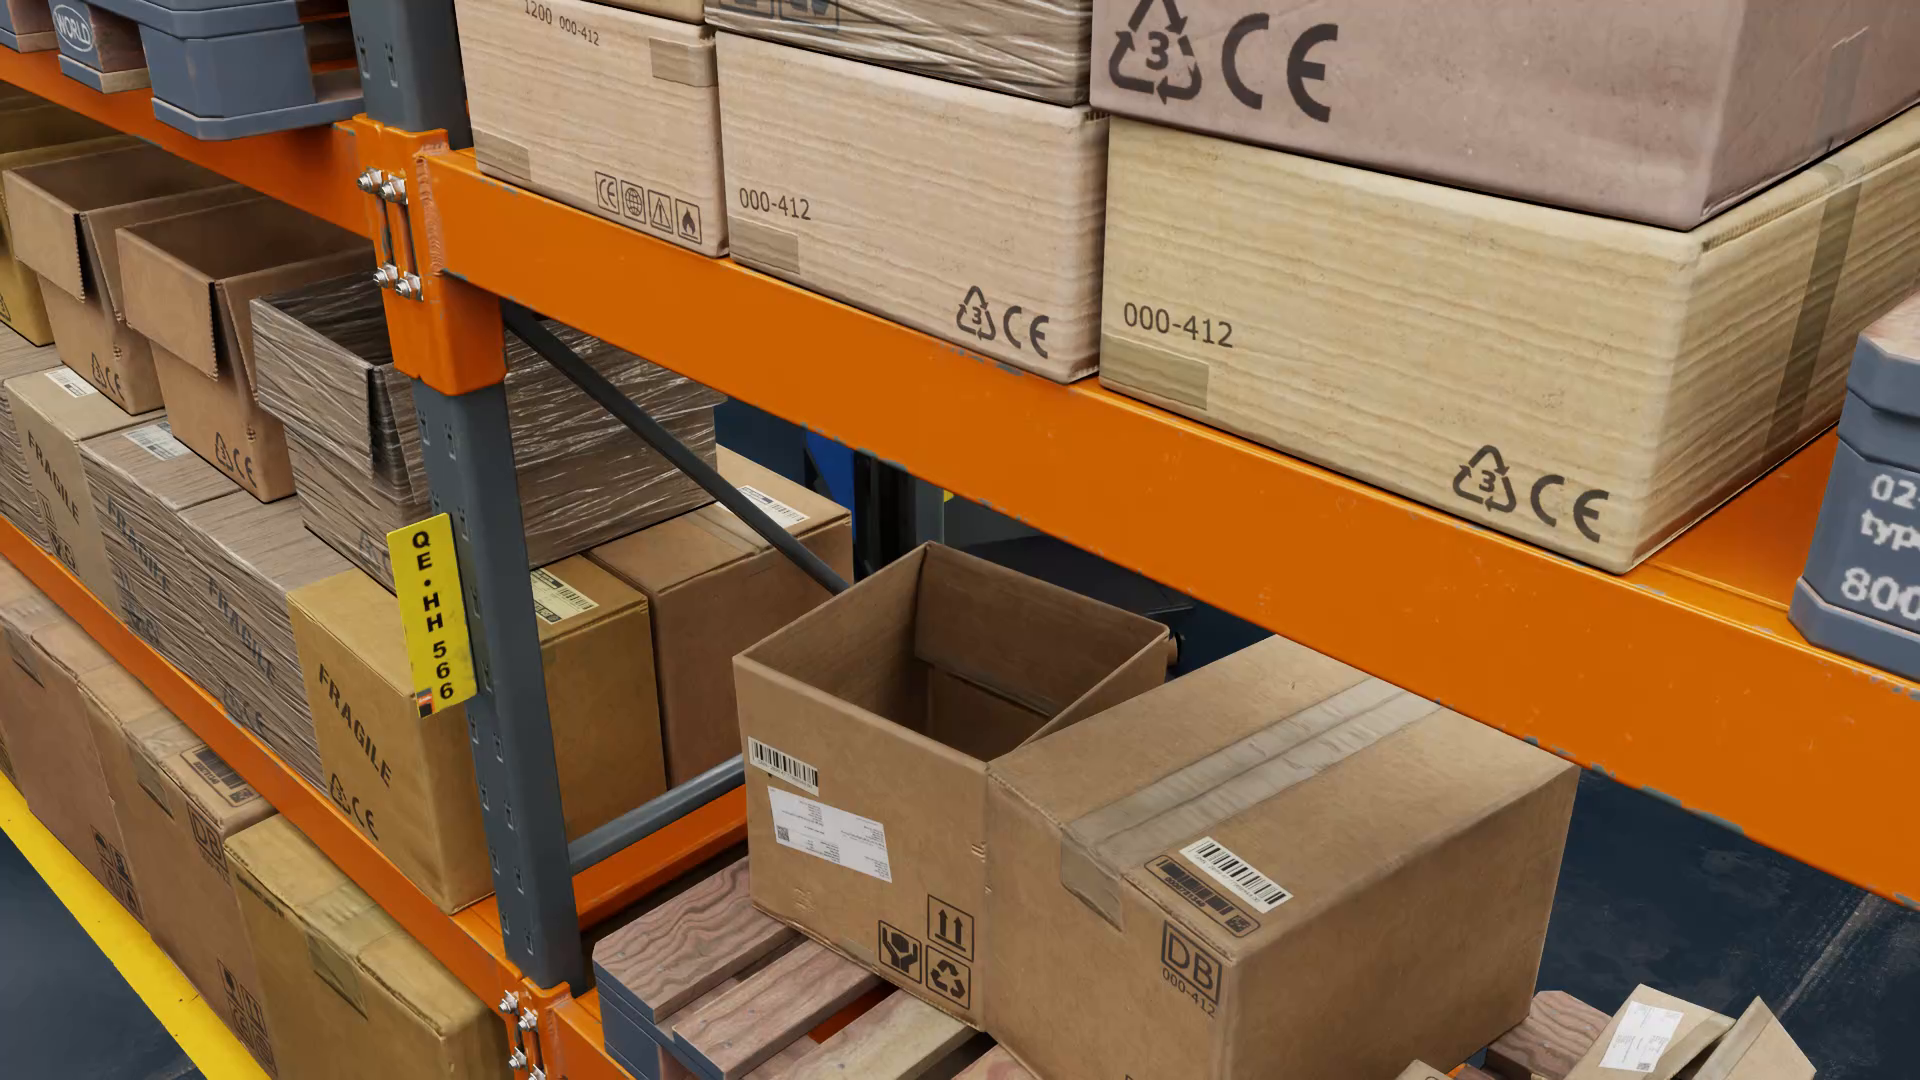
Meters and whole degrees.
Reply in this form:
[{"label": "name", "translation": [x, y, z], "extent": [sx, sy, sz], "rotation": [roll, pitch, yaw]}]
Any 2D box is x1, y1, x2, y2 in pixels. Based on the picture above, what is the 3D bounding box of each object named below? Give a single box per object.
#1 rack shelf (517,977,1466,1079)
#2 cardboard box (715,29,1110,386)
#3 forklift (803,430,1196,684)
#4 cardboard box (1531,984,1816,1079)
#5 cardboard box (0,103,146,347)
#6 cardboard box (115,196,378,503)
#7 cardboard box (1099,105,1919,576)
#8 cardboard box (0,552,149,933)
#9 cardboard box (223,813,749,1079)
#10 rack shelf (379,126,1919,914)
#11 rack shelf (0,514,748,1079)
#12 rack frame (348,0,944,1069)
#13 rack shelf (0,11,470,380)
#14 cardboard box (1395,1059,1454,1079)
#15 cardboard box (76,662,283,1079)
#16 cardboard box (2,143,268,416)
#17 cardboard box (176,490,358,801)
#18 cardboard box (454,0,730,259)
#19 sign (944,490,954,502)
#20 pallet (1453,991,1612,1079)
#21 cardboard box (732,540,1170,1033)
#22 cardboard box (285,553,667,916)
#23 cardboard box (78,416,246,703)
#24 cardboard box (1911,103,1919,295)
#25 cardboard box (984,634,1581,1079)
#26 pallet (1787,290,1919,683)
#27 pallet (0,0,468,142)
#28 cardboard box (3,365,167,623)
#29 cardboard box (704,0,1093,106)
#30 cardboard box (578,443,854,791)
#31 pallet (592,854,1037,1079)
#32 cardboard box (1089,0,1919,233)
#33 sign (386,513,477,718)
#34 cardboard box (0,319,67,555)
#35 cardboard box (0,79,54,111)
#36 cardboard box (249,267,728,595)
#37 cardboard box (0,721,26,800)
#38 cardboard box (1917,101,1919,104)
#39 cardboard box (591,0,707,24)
[{"label": "rack shelf", "translation": [1.004, 1.417, 2.104], "extent": [4.000, 0.370, 1.077], "rotation": [25, 36, 38]}, {"label": "cardboard box", "translation": [0.100, -0.409, 1.744], "extent": [0.500, 0.250, 0.500], "rotation": [-24, 36, -38]}, {"label": "forklift", "translation": [0.207, -0.882, 5.779], "extent": [1.130, 2.935, 3.031], "rotation": [-8, 29, -14]}, {"label": "cardboard box", "translation": [0.956, 0.774, 2.247], "extent": [0.258, 0.266, 0.396], "rotation": [23, 36, 37]}, {"label": "cardboard box", "translation": [-2.332, -0.914, 4.579], "extent": [0.797, 0.503, 0.637], "rotation": [-25, 37, -39]}, {"label": "cardboard box", "translation": [-1.395, -0.499, 3.791], "extent": [0.797, 0.503, 0.637], "rotation": [-24, 36, -38]}, {"label": "cardboard box", "translation": [0.473, -0.245, 1.431], "extent": [0.500, 0.250, 0.500], "rotation": [-24, 36, -38]}, {"label": "cardboard box", "translation": [-2.167, 0.389, 5.119], "extent": [0.875, 0.875, 1.225], "rotation": [23, 36, 37]}, {"label": "cardboard box", "translation": [-0.900, 0.969, 4.016], "extent": [0.875, 0.875, 1.225], "rotation": [23, 35, 36]}, {"label": "rack shelf", "translation": [1.004, 0.090, 1.406], "extent": [4.000, 0.370, 1.077], "rotation": [25, 36, 38]}, {"label": "rack shelf", "translation": [-1.849, 0.112, 4.587], "extent": [4.000, 0.370, 1.077], "rotation": [25, 36, 38]}, {"label": "rack frame", "translation": [-0.420, 0.445, 3.180], "extent": [0.053, 2.616, 0.949], "rotation": [25, 36, 38]}, {"label": "rack shelf", "translation": [-1.849, -1.215, 3.888], "extent": [4.000, 0.370, 1.077], "rotation": [25, 36, 38]}, {"label": "cardboard box", "translation": [0.611, 0.950, 1.930], "extent": [0.500, 0.250, 0.500], "rotation": [23, 36, 37]}, {"label": "cardboard box", "translation": [-1.530, 0.675, 4.574], "extent": [0.875, 0.875, 1.225], "rotation": [25, 36, 39]}, {"label": "cardboard box", "translation": [-1.878, -0.716, 4.203], "extent": [0.797, 0.503, 0.637], "rotation": [-24, 36, -38]}, {"label": "cardboard box", "translation": [-1.299, 0.159, 3.618], "extent": [0.500, 0.500, 0.500], "rotation": [24, 36, 38]}, {"label": "cardboard box", "translation": [-0.266, -0.577, 2.063], "extent": [0.500, 0.250, 0.500], "rotation": [-25, 36, -38]}, {"label": "sign", "translation": [-0.049, -0.214, 3.275], "extent": [0.005, 0.325, 0.100], "rotation": [25, 36, 38]}, {"label": "pallet", "translation": [1.018, 1.164, 2.020], "extent": [1.213, 0.211, 1.003], "rotation": [25, 36, 38]}, {"label": "cardboard box", "translation": [-0.009, 0.379, 2.747], "extent": [0.500, 0.500, 0.500], "rotation": [20, 33, 33]}, {"label": "cardboard box", "translation": [-0.948, 0.323, 3.305], "extent": [0.500, 0.500, 0.500], "rotation": [-24, 36, -38]}, {"label": "cardboard box", "translation": [-1.672, -0.010, 3.938], "extent": [0.500, 0.500, 0.500], "rotation": [23, 36, 37]}, {"label": "cardboard box", "translation": [0.808, -0.419, 1.762], "extent": [0.500, 0.250, 0.500], "rotation": [-24, 36, -38]}, {"label": "cardboard box", "translation": [0.459, 0.528, 2.464], "extent": [0.700, 0.500, 0.500], "rotation": [-19, 33, -32]}, {"label": "pallet", "translation": [1.323, -0.067, 1.133], "extent": [1.003, 0.211, 1.213], "rotation": [25, 36, 38]}, {"label": "pallet", "translation": [-0.919, -0.990, 2.890], "extent": [1.213, 0.211, 1.003], "rotation": [-23, 36, -37]}, {"label": "cardboard box", "translation": [-2.034, -0.176, 4.254], "extent": [0.500, 0.500, 0.500], "rotation": [-24, 36, -38]}, {"label": "cardboard box", "translation": [0.091, -0.741, 1.569], "extent": [0.500, 0.500, 0.500], "rotation": [25, 37, 39]}, {"label": "cardboard box", "translation": [-0.578, 0.153, 3.628], "extent": [0.500, 0.500, 0.500], "rotation": [-24, 36, -38]}, {"label": "pallet", "translation": [0.160, 0.728, 2.848], "extent": [1.003, 0.211, 1.213], "rotation": [25, 36, 38]}, {"label": "cardboard box", "translation": [0.455, -0.580, 1.262], "extent": [0.500, 0.500, 0.500], "rotation": [23, 36, 37]}, {"label": "sign", "translation": [-0.809, 0.119, 2.556], "extent": [0.005, 0.325, 0.100], "rotation": [25, 36, 38]}, {"label": "cardboard box", "translation": [-2.406, -0.343, 4.572], "extent": [0.500, 0.500, 0.500], "rotation": [24, 36, 37]}, {"label": "cardboard box", "translation": [-2.813, -1.141, 5.012], "extent": [0.637, 0.503, 0.797], "rotation": [23, 36, 37]}, {"label": "cardboard box", "translation": [-0.932, -0.286, 3.385], "extent": [0.797, 0.503, 0.637], "rotation": [-24, 36, -38]}, {"label": "cardboard box", "translation": [-2.804, 0.098, 5.672], "extent": [0.875, 0.875, 1.225], "rotation": [25, 36, 39]}, {"label": "cardboard box", "translation": [0.809, -0.744, 1.574], "extent": [0.500, 0.500, 0.500], "rotation": [-25, 36, -38]}, {"label": "cardboard box", "translation": [-0.268, -0.908, 1.886], "extent": [0.500, 0.500, 0.500], "rotation": [-25, 37, -39]}]
